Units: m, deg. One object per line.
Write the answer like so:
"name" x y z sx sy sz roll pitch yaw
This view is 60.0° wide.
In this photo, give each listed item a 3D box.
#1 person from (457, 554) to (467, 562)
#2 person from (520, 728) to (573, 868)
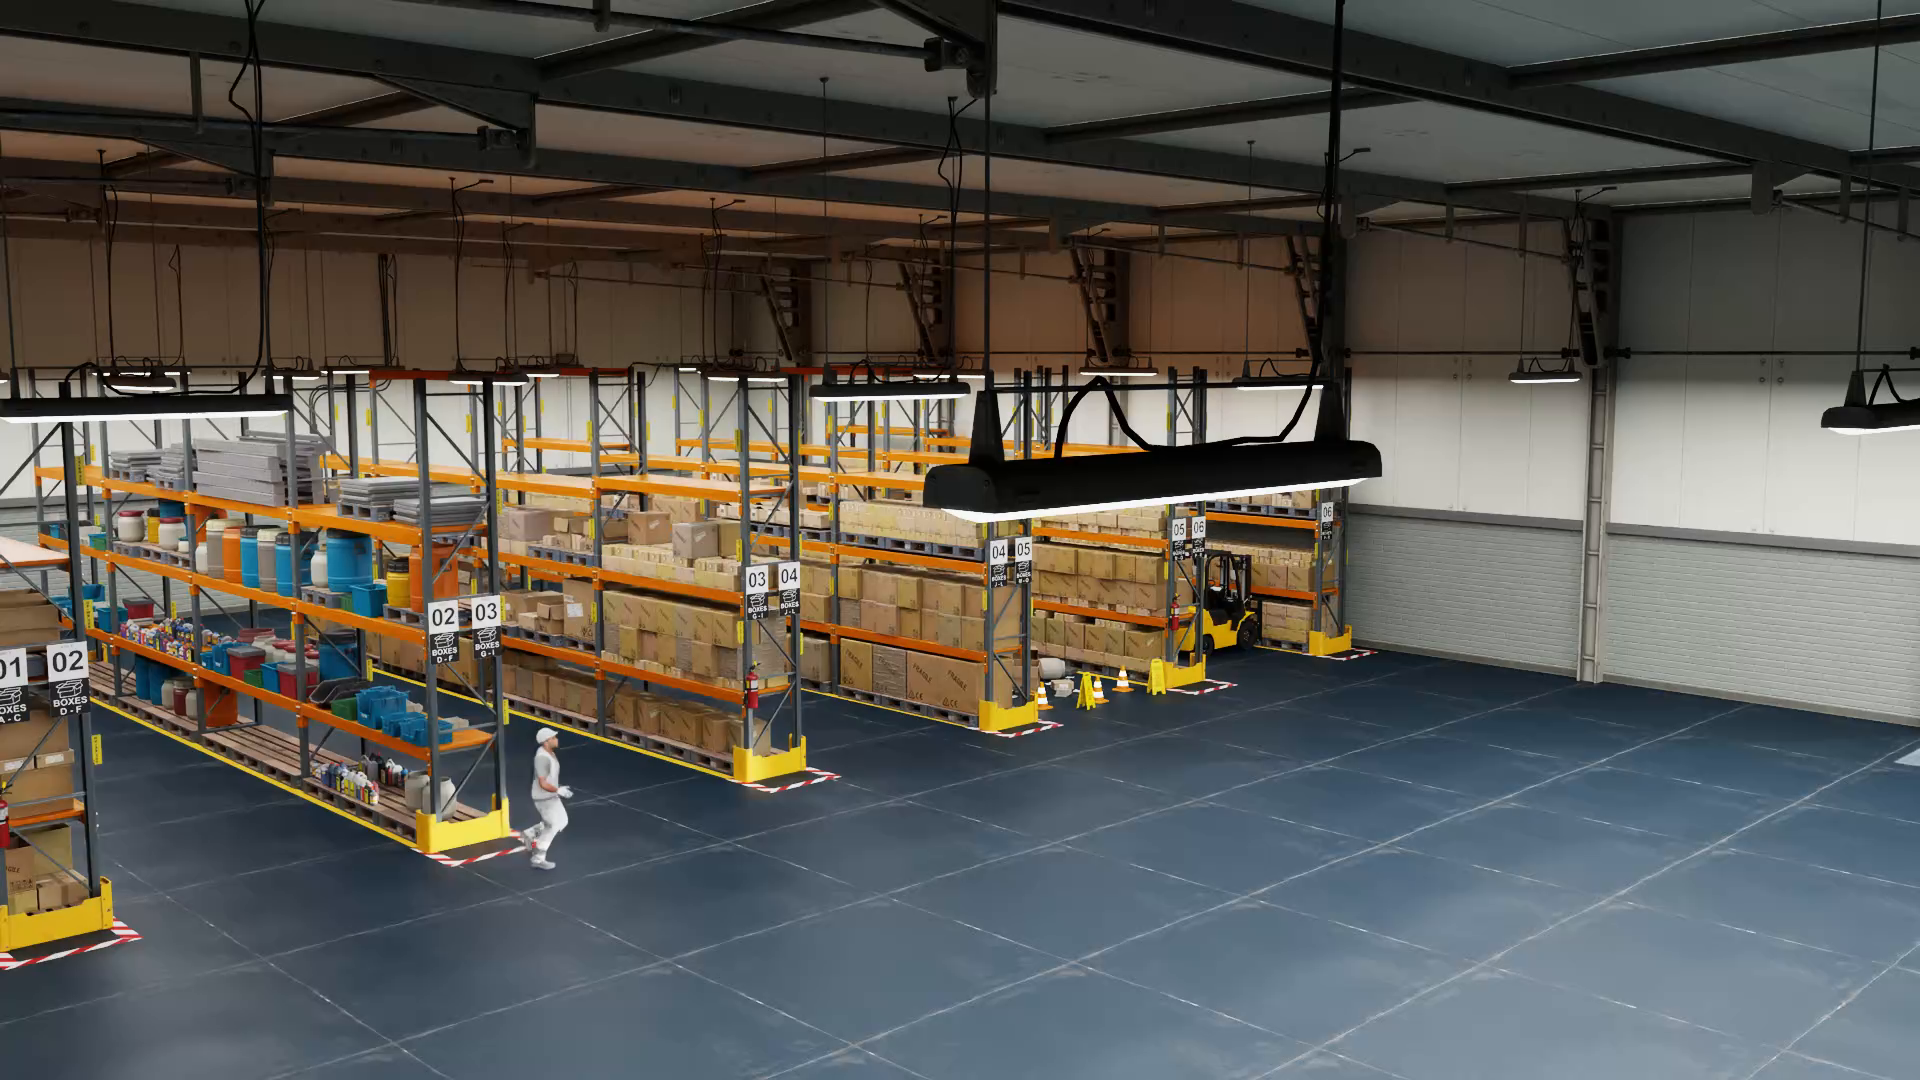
"person" -11.620 1.155 38.560 0.642 1.683 0.815 0 6 4
"person" -5.101 3.164 20.503 0.668 1.743 0.691 -1 7 -8
